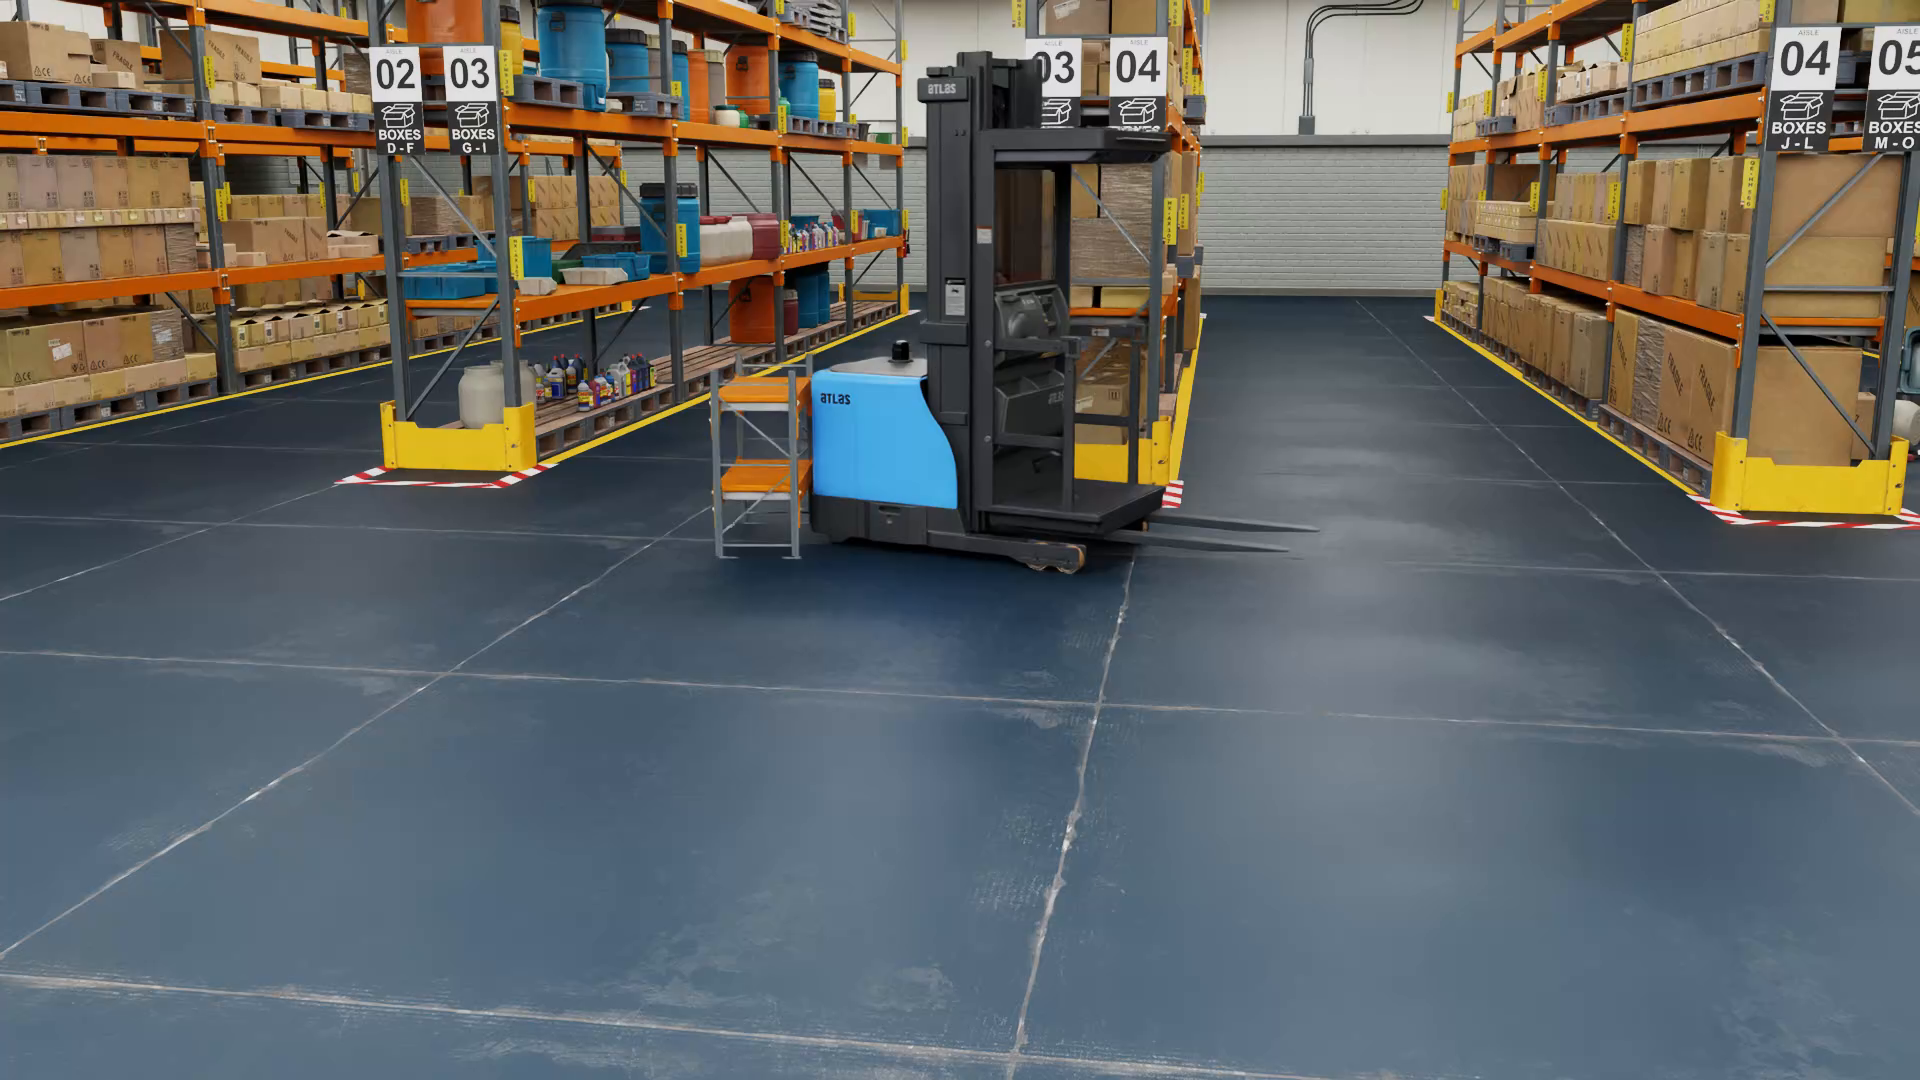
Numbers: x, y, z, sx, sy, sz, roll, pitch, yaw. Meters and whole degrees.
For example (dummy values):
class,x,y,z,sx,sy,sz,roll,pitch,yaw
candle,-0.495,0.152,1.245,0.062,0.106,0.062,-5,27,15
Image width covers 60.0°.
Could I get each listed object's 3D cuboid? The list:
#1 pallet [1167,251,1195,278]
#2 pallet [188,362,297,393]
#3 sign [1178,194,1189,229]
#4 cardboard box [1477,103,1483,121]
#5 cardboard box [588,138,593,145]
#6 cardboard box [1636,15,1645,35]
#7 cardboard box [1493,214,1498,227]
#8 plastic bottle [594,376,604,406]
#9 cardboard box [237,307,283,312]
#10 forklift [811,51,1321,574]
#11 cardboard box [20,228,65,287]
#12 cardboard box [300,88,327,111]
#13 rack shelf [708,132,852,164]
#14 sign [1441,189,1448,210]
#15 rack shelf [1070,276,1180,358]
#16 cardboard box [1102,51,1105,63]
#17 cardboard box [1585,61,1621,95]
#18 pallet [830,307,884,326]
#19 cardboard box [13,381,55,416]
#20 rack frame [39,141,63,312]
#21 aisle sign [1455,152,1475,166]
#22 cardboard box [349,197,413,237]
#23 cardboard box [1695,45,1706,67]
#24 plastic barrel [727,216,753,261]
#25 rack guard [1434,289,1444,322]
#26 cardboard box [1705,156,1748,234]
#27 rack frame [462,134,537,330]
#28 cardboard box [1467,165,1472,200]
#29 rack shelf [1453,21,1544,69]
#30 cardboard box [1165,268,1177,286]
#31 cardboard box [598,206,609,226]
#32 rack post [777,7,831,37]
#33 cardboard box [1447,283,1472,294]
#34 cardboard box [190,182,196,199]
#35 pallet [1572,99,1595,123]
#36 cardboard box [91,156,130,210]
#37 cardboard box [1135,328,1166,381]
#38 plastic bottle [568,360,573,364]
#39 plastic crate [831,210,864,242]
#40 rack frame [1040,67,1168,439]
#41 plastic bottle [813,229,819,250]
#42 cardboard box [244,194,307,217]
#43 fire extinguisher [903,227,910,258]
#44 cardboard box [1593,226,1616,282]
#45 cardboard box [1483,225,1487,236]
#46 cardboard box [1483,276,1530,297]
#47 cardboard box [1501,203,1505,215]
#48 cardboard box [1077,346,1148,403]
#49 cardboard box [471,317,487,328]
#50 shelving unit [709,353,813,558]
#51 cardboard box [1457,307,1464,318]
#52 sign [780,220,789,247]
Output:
class,x,y,z,sx,sy,sz,roll,pitch,yaw
pallet,1.840,-2.768,16.675,1.003,0.211,1.213,2,12,9
pallet,-8.135,-1.821,18.442,1.003,0.211,1.213,2,12,9
sign,2.116,-3.115,15.773,0.100,0.325,0.005,2,12,9
cardboard box,7.605,-6.041,23.454,0.500,0.250,0.500,1,12,6
cardboard box,-6.334,-6.597,27.220,0.500,0.250,0.500,2,12,9
cardboard box,6.072,-4.449,14.366,0.380,0.149,0.250,2,12,9
cardboard box,6.941,-4.027,20.951,0.380,0.149,0.250,2,12,8
plastic bottle,-3.291,-1.356,15.096,0.097,0.271,0.097,0,12,0
cardboard box,-8.197,-2.575,19.522,0.500,0.311,0.500,2,12,8
forklift,0.616,-1.365,9.869,3.031,2.935,1.130,6,14,27
cardboard box,-8.582,-2.555,14.993,0.700,0.500,0.500,2,12,9
cardboard box,-7.770,-5.136,19.444,0.500,0.250,0.500,2,12,8
rack shelf,-2.393,-5.232,22.238,1.077,0.370,4.000,2,12,9
sign,7.773,-5.465,26.676,0.100,0.325,0.005,2,12,9
rack shelf,1.271,-1.940,14.082,1.077,0.370,4.000,2,12,9
cardboard box,0.964,-3.742,13.028,0.380,0.149,0.250,2,12,9
cardboard box,6.516,-4.575,16.460,0.500,0.311,0.500,1,12,7
pallet,-1.825,-3.580,26.602,1.003,0.211,1.213,2,12,9
cardboard box,-8.449,-1.267,14.781,0.500,0.250,0.500,2,12,9
rack frame,-12.490,-4.022,22.036,1.000,3.000,0.127,2,12,9
aisle sign,8.024,-6.320,26.528,0.394,0.787,0.004,2,12,9
cardboard box,-7.609,-4.251,21.865,0.700,0.500,0.500,-2,12,-10
cardboard box,5.761,-3.636,12.486,0.380,0.149,0.250,2,12,9
plastic barrel,-2.648,-3.535,19.509,0.421,0.512,0.421,0,12,0
rack guard,8.298,-3.786,26.876,1.175,0.500,0.348,2,12,9
cardboard box,5.937,-2.488,11.999,0.875,0.550,0.550,2,12,9
rack frame,-6.979,-4.695,25.159,1.000,3.000,0.127,2,12,9
cardboard box,7.666,-5.195,24.162,0.500,0.500,0.500,2,12,10
rack shelf,8.002,-7.187,24.198,1.077,0.370,4.000,2,12,9
cardboard box,1.762,-2.373,14.982,0.380,0.149,0.250,2,12,9
cardboard box,-6.240,-5.366,28.037,0.500,0.500,0.500,2,12,9
rack post,-2.271,-6.796,21.857,0.937,0.300,0.954,3,13,15
cardboard box,7.804,-3.919,25.916,0.380,0.149,0.250,2,12,8
cardboard box,-11.782,-5.214,24.795,0.500,0.250,0.500,2,12,10
pallet,6.863,-4.364,16.952,1.003,0.211,1.213,2,12,11
cardboard box,-8.426,-3.411,15.883,0.700,0.500,0.500,2,12,9
cardboard box,1.786,-1.927,17.203,0.700,0.500,0.500,2,12,8
plastic bottle,-3.820,-1.632,16.365,0.152,0.276,0.135,2,12,11
plastic crate,-1.700,-4.772,25.222,0.402,0.464,0.583,2,12,9
rack frame,0.963,-1.875,12.075,1.000,3.000,0.127,2,12,9
plastic bottle,-2.017,-4.123,22.800,0.152,0.276,0.135,2,12,9
cardboard box,-11.555,-5.417,27.798,0.980,0.700,0.700,1,12,6
fire extinguisher,-0.998,-5.163,28.399,0.296,0.674,0.183,2,12,9
cardboard box,6.280,-2.692,15.629,0.500,0.500,0.500,2,12,8
cardboard box,7.060,-4.045,21.741,0.380,0.149,0.250,2,12,9
cardboard box,7.319,-3.396,22.288,0.500,0.250,0.500,1,12,6
cardboard box,6.863,-4.061,20.406,0.380,0.149,0.250,2,12,9
cardboard box,1.397,-1.490,15.223,0.500,0.500,0.500,6,14,27
cardboard box,-7.010,-3.263,23.404,0.500,0.500,0.500,1,12,7
shelving unit,-1.209,-0.550,10.375,0.538,1.125,1.048,0,12,1
cardboard box,7.688,-3.415,24.988,0.380,0.149,0.250,2,12,9
sign,-2.156,-3.764,20.453,0.100,0.325,0.005,2,12,9
